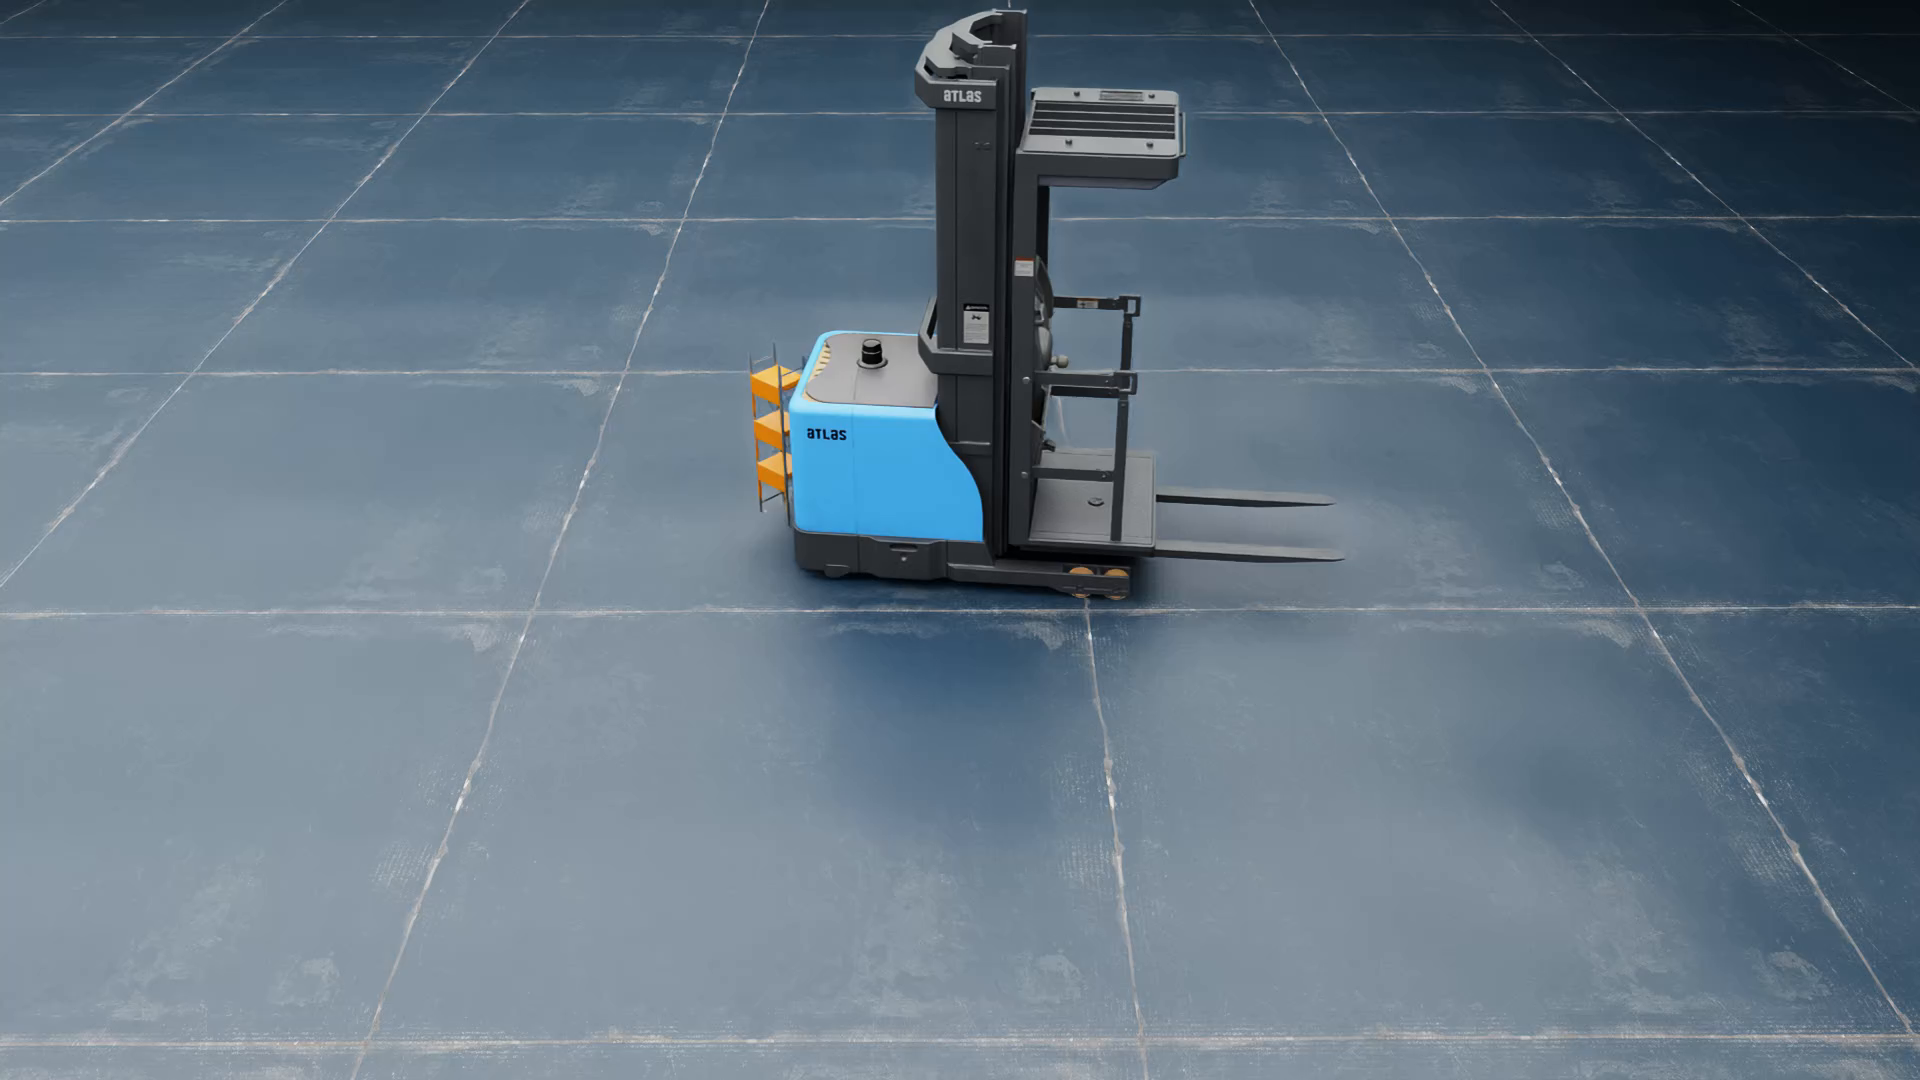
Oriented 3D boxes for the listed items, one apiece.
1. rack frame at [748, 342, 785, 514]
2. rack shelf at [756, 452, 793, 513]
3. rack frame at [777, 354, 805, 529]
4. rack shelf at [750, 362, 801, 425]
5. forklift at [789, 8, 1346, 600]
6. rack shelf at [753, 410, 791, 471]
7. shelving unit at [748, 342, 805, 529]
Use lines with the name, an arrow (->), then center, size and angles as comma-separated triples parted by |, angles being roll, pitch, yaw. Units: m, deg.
rack frame -> -1.120, -0.640, 9.683 | 0.008, 1.050, 0.200 | 26, 40, 35
rack shelf -> -1.030, -0.351, 9.762 | 0.240, 0.259, 0.215 | 26, 40, 35
rack frame -> -0.941, -0.555, 9.541 | 0.008, 1.050, 0.200 | 26, 40, 35
rack shelf -> -1.030, -0.831, 9.470 | 0.240, 0.259, 0.215 | 26, 40, 35
forklift -> 0.629, -1.217, 8.820 | 3.031, 2.935, 1.130 | 3, 31, 5
rack shelf -> -1.030, -0.589, 9.617 | 0.240, 0.259, 0.215 | 26, 40, 35
shelving unit -> -1.030, -0.598, 9.612 | 0.252, 1.050, 0.215 | 26, 40, 35
